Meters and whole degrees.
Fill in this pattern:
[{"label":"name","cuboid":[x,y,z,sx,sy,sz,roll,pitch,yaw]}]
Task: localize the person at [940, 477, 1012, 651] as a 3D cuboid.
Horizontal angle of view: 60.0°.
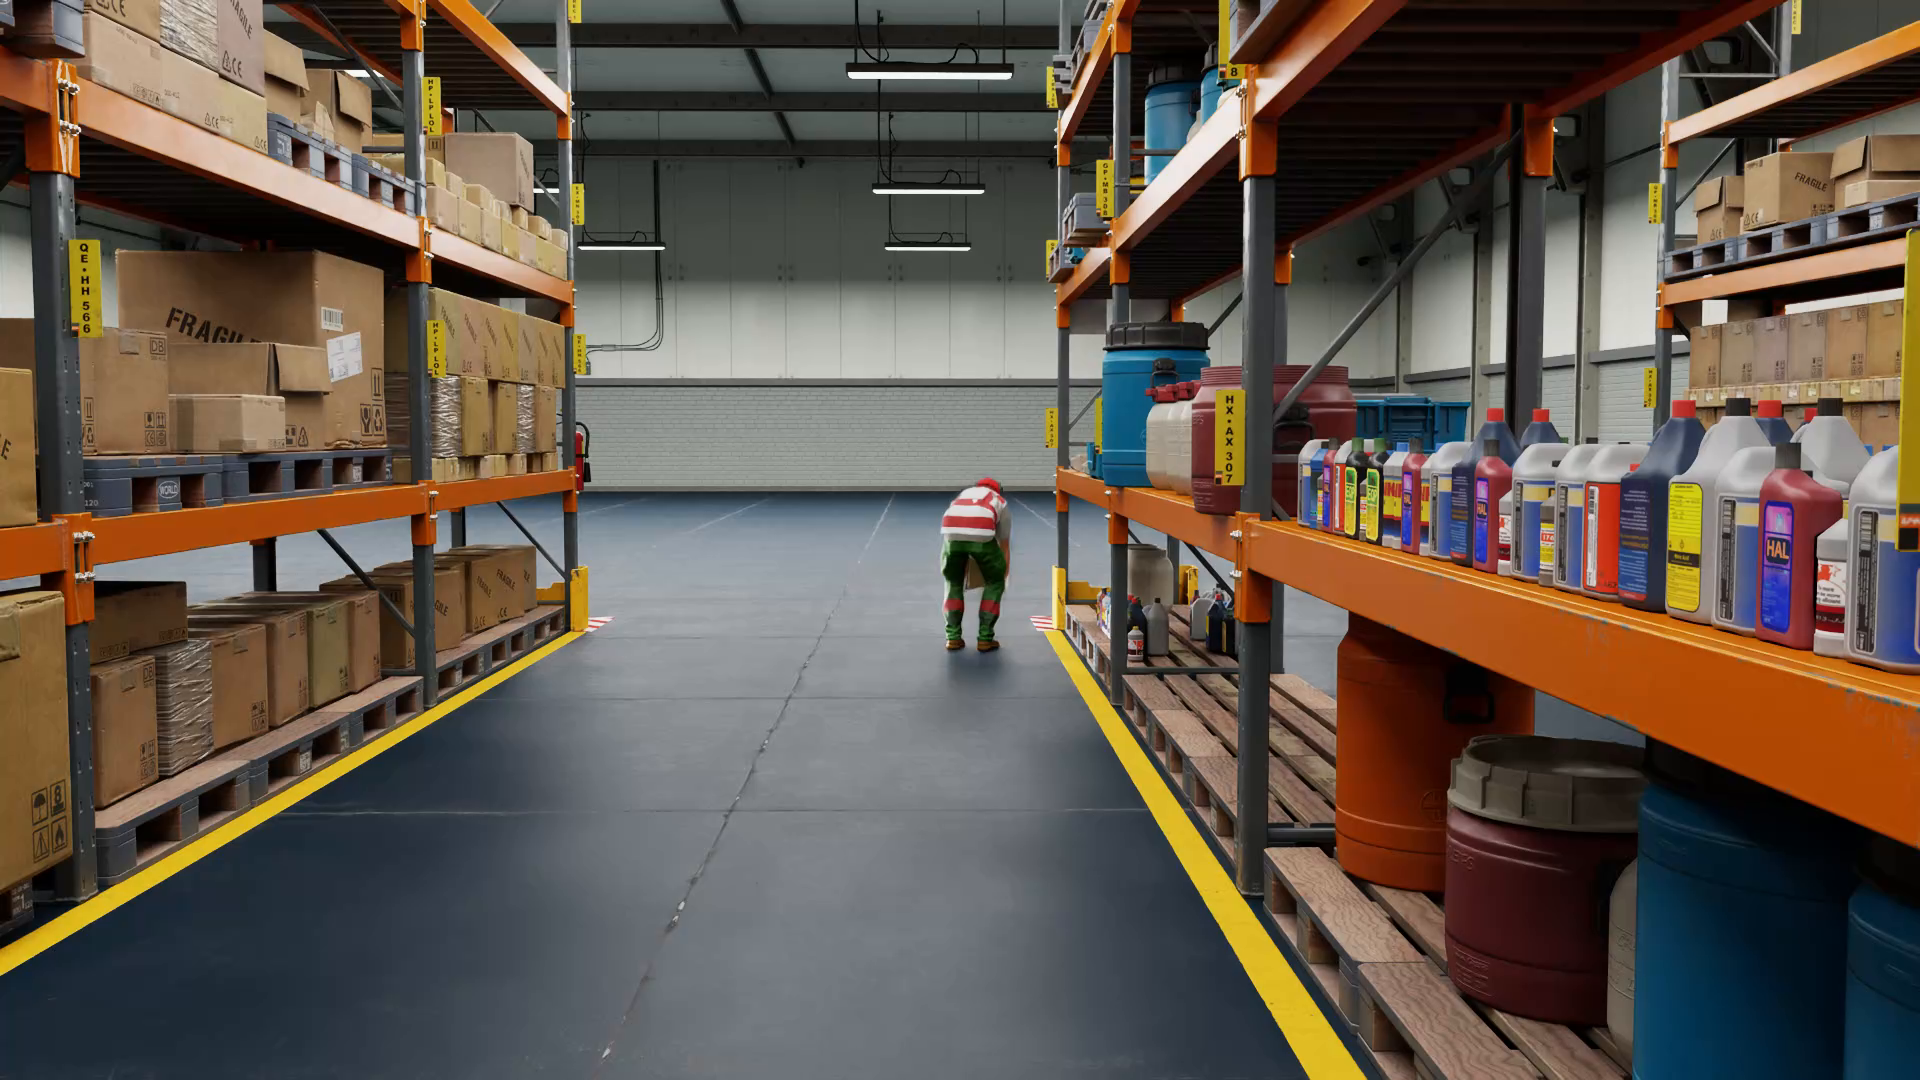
[{"label":"person","cuboid":[0.139,0.165,12.531,0.507,1.257,0.928,1,4,15]}]
